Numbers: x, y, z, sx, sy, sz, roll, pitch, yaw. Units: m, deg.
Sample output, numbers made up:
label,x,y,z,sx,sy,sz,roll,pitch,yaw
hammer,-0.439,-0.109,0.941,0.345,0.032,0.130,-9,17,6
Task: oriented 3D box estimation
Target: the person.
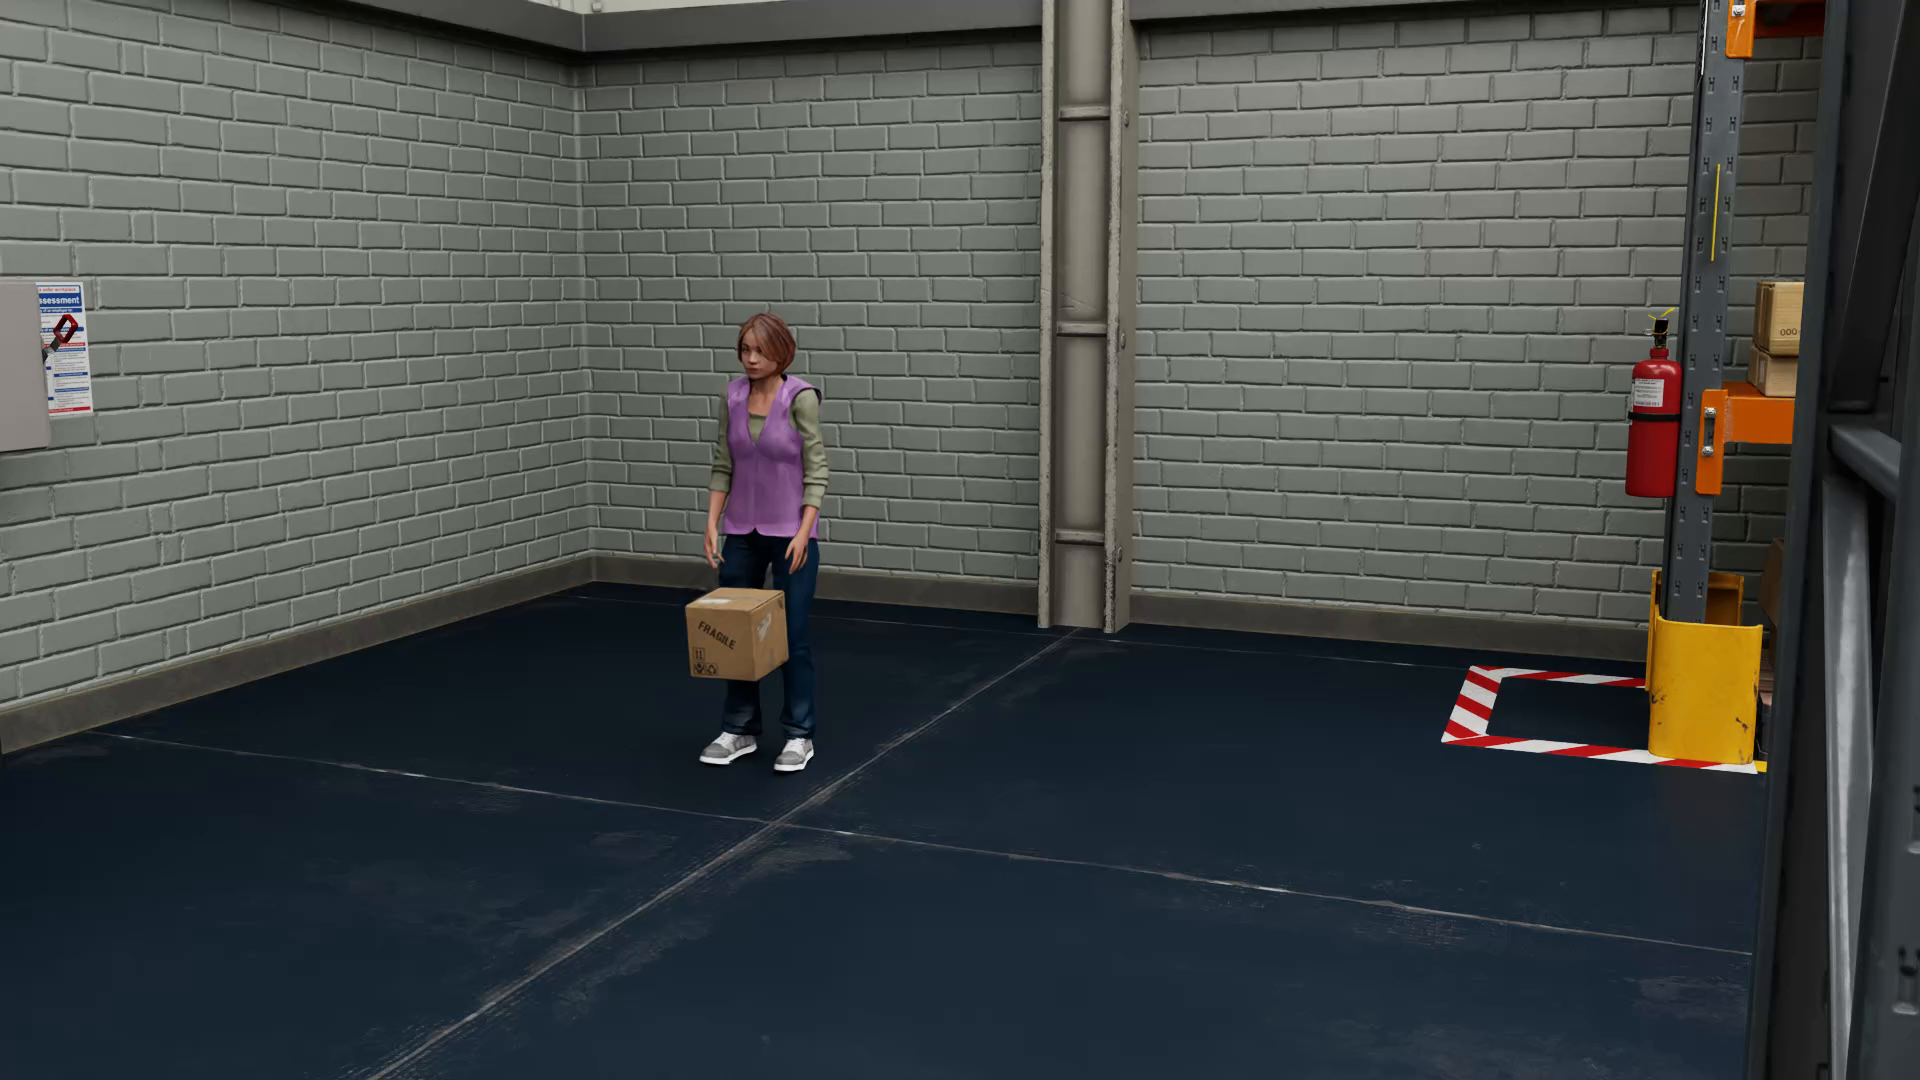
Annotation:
label,x,y,z,sx,sy,sz,roll,pitch,yaw
person,-0.673,0.004,5.853,0.450,1.599,0.339,3,9,20
